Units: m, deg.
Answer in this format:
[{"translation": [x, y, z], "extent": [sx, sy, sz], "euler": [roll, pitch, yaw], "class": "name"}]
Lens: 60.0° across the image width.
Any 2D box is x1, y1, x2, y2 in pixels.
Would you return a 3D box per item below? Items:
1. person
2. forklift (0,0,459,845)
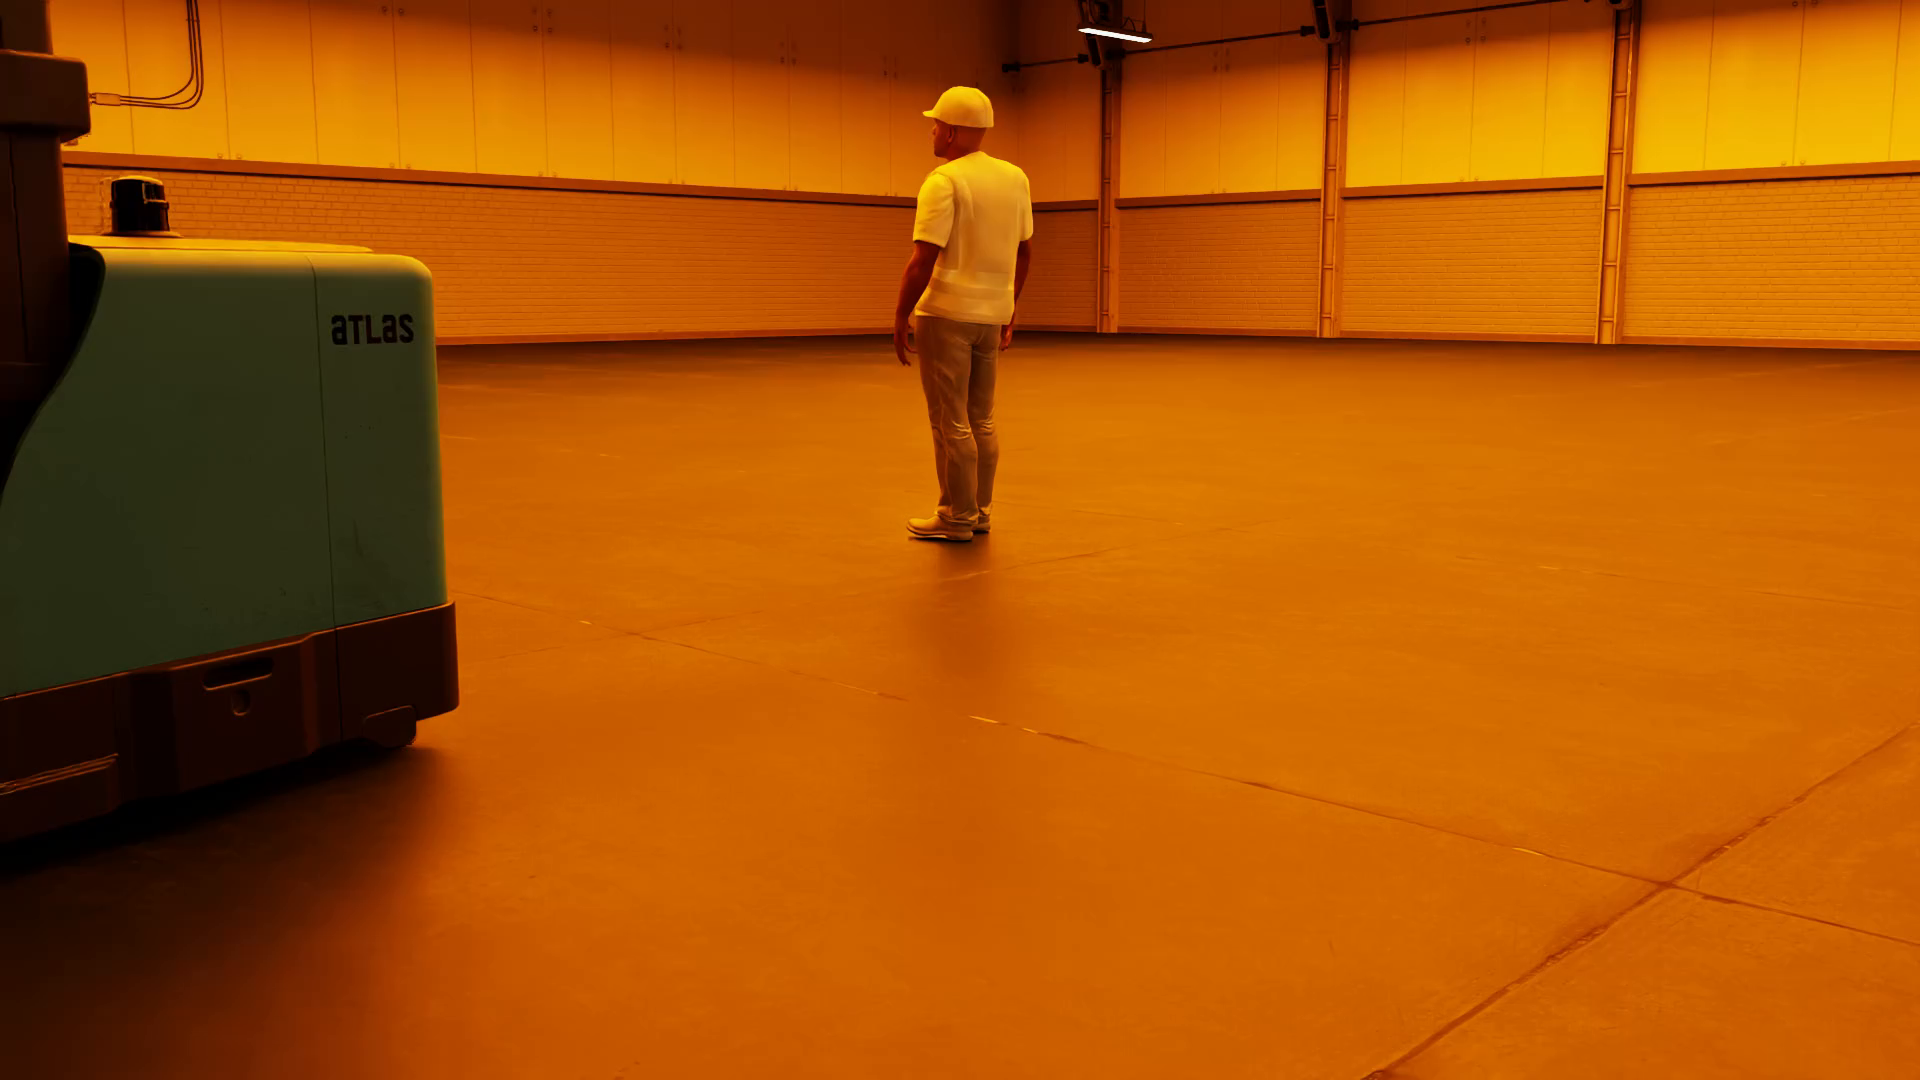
[{"translation": [-0.047, -0.888, 6.637], "extent": [0.575, 1.768, 0.665], "euler": [8, 12, 43], "class": "person"}, {"translation": [-2.311, -0.853, 2.536], "extent": [1.130, 2.935, 3.031], "euler": [5, 10, 30], "class": "forklift"}]
